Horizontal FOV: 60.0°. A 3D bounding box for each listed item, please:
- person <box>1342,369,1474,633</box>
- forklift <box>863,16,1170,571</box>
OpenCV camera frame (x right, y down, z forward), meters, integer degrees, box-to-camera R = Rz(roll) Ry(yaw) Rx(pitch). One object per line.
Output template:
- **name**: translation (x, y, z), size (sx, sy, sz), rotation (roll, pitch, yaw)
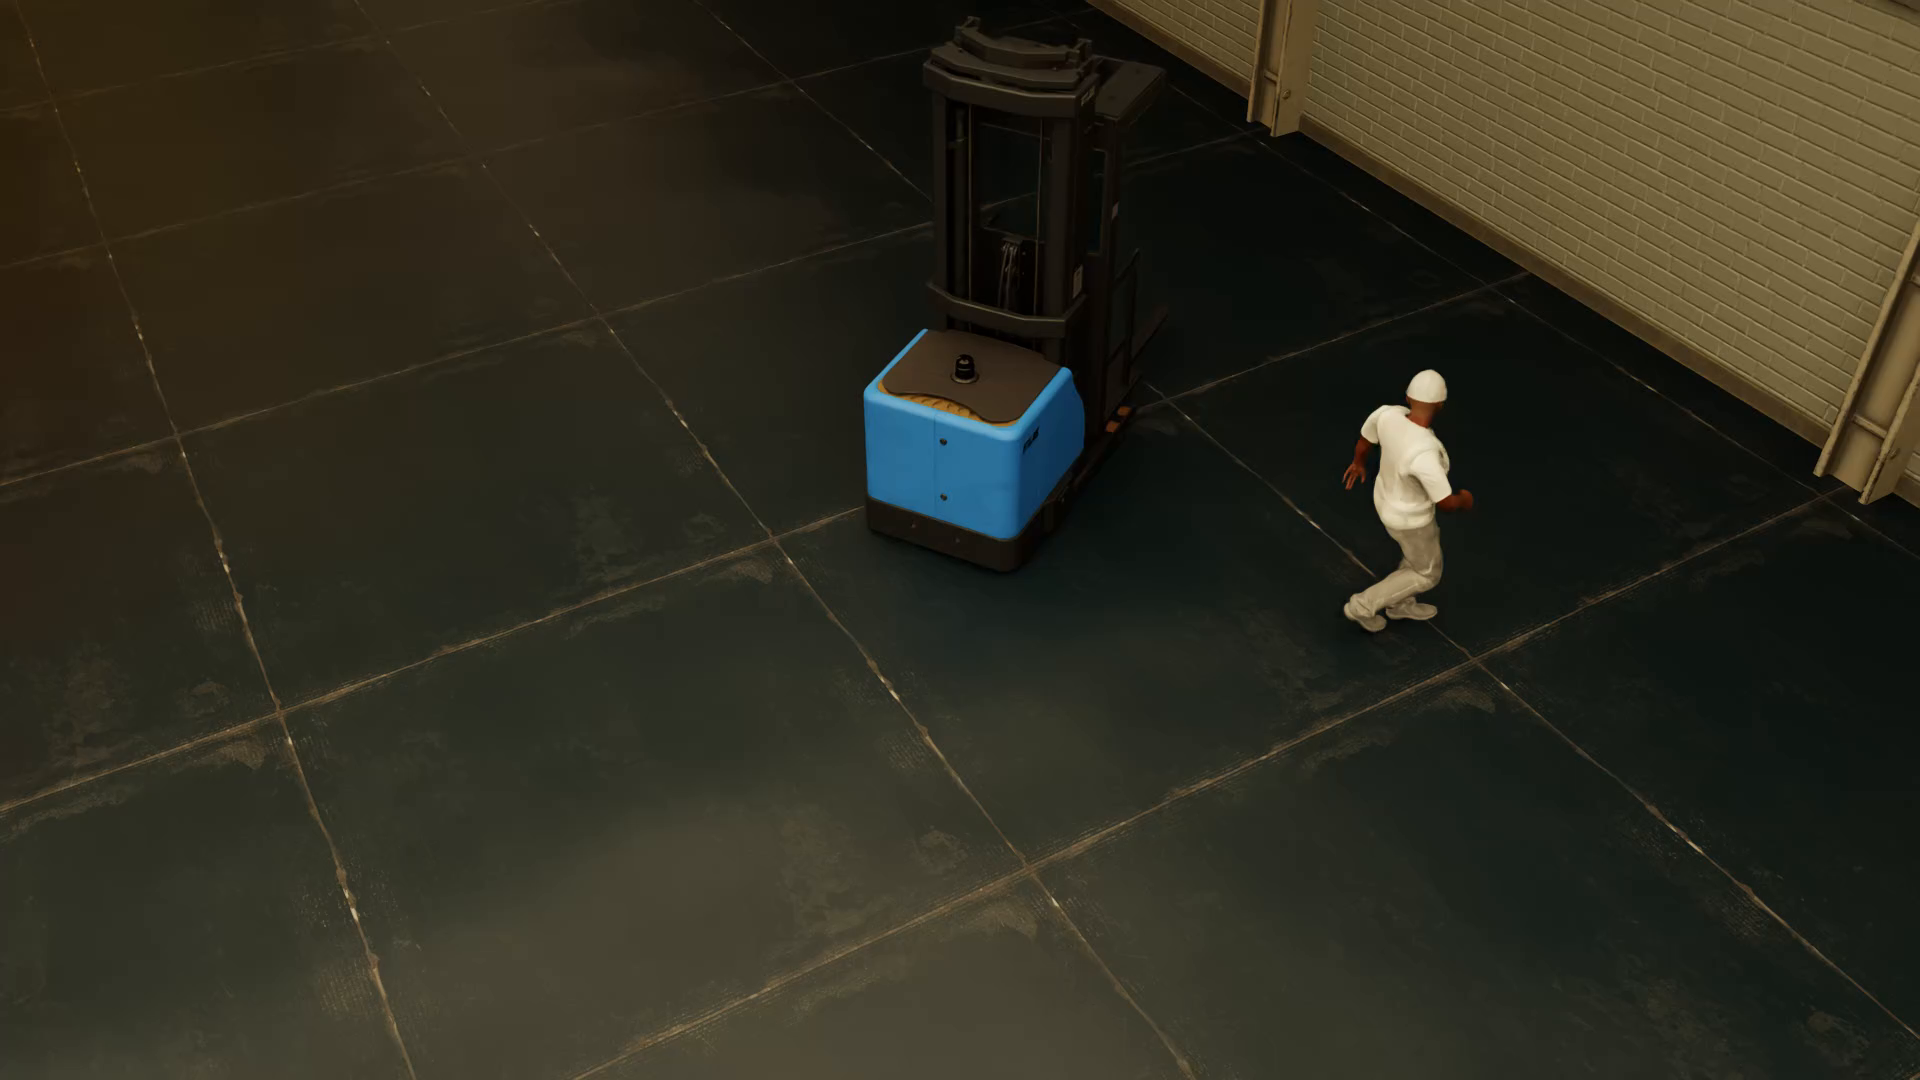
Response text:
- **person**: translation (2.512, -0.213, 9.258), size (0.626, 1.707, 0.729), rotation (0, 40, 0)
- **forklift**: translation (0.533, -1.874, 10.295), size (1.130, 2.935, 3.031), rotation (18, 43, 20)
